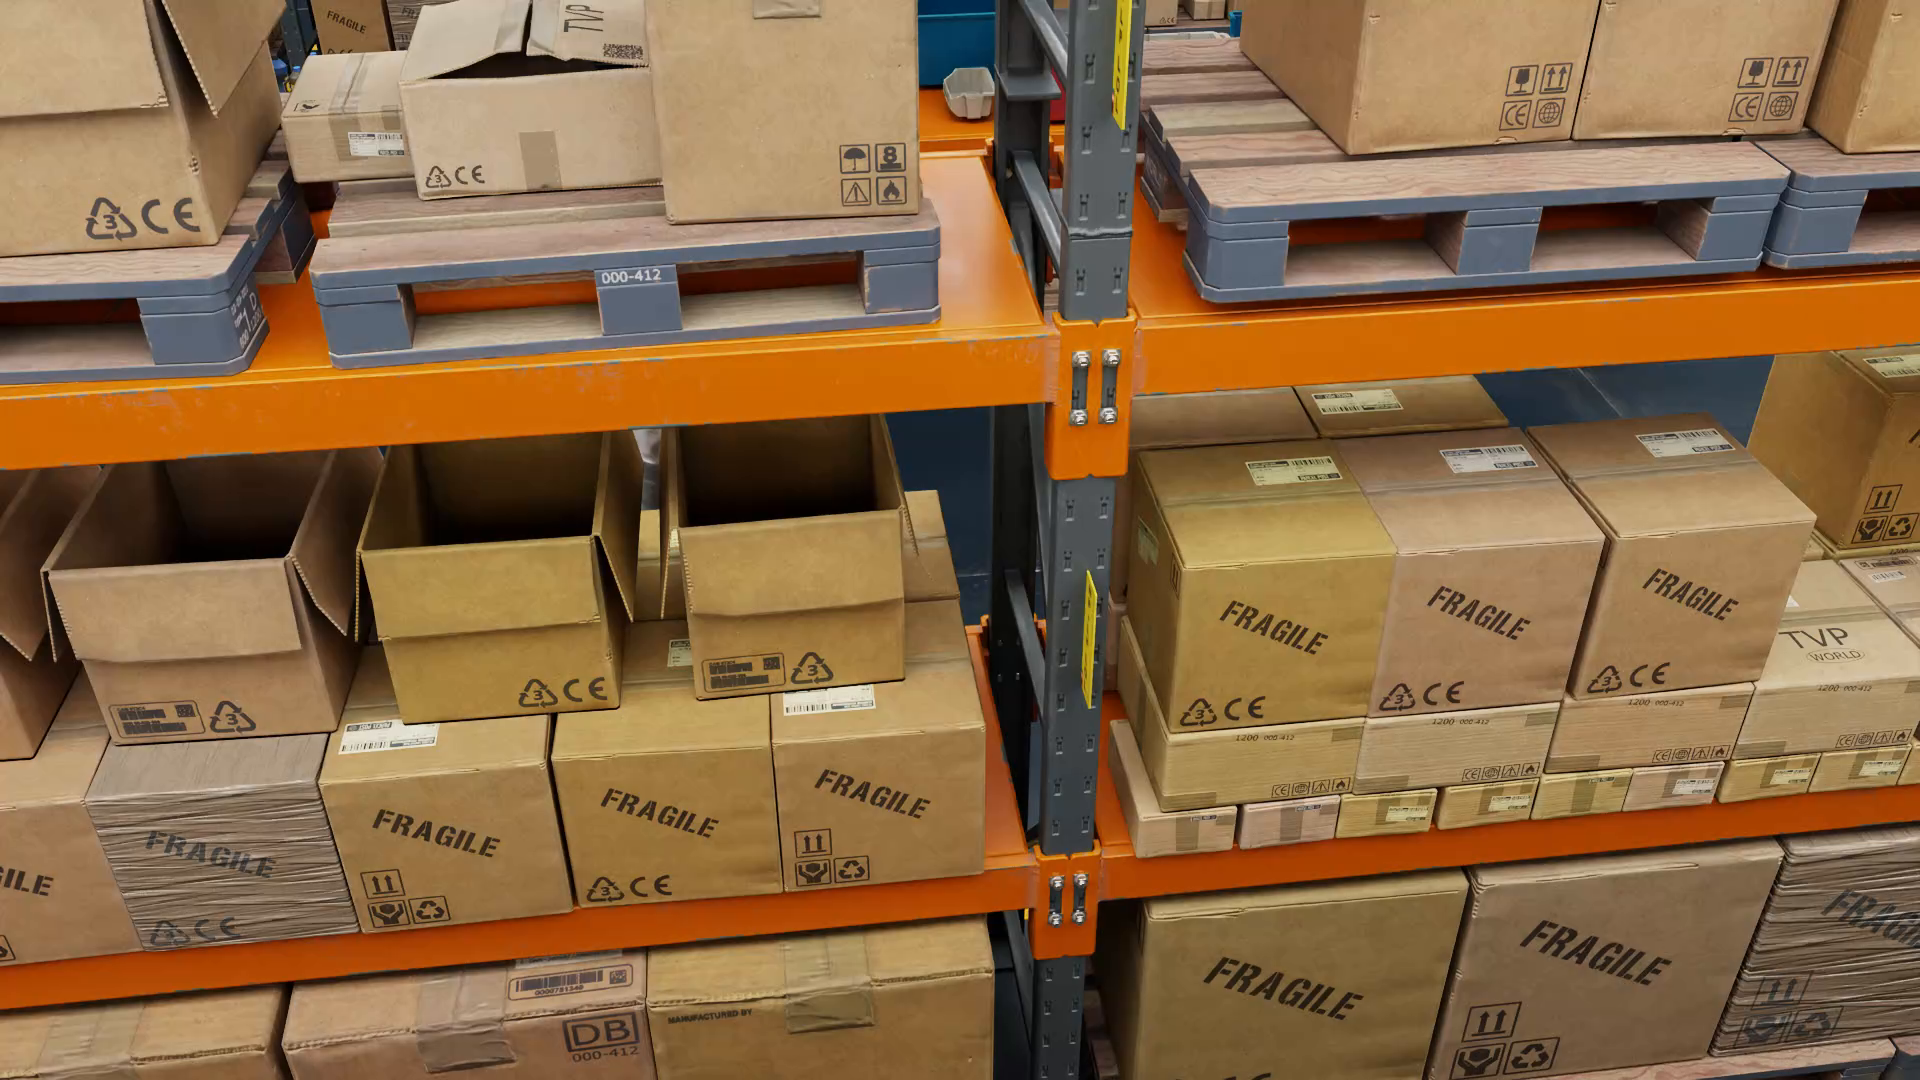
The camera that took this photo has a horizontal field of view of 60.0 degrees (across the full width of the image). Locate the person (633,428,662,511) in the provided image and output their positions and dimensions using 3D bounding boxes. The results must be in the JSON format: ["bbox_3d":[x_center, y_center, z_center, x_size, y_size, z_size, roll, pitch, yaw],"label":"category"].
[{"bbox_3d":[-1.137,-0.440,6.776,0.603,1.747,0.437,-6,35,-9],"label":"person"}]
